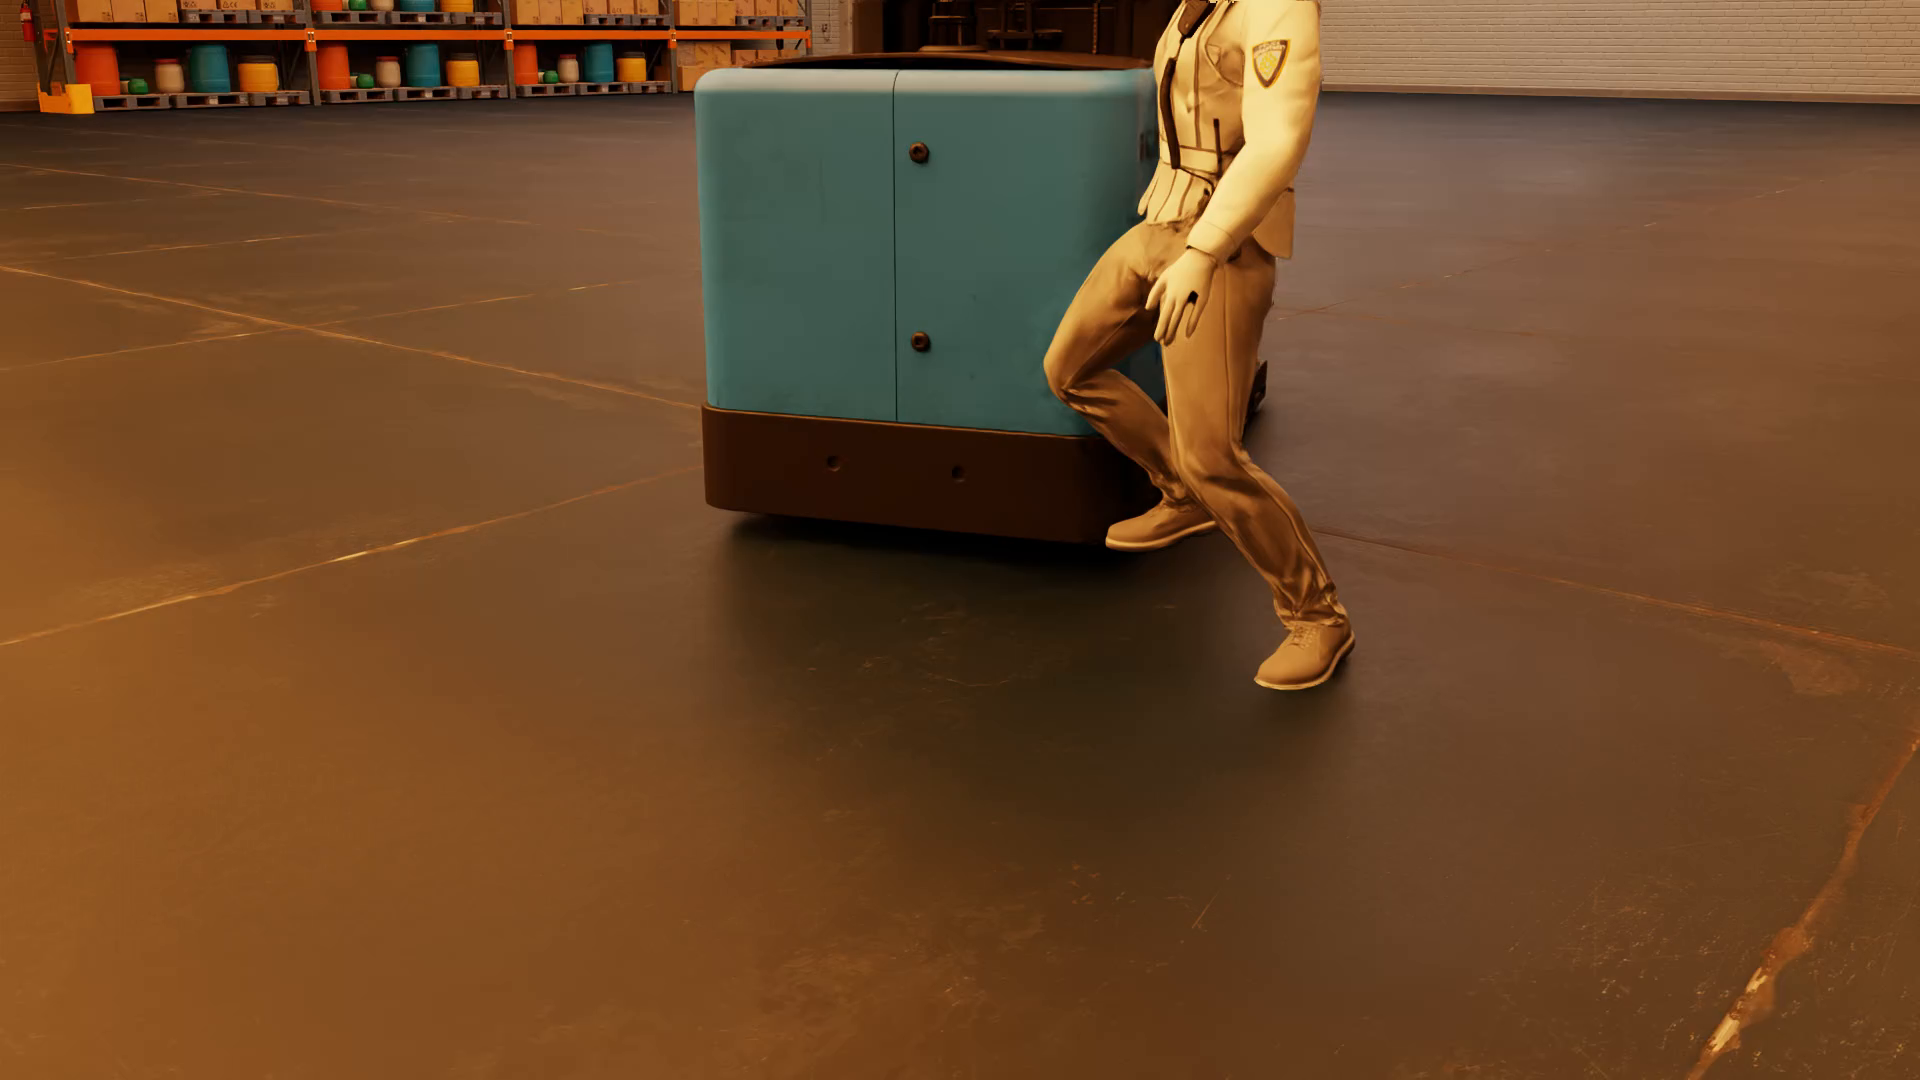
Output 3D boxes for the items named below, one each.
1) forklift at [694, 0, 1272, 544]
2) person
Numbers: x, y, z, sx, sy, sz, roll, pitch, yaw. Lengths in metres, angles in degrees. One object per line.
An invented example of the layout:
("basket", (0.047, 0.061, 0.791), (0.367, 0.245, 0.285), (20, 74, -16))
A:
("forklift", (0.340, -1.781, 4.762), (1.130, 2.935, 3.031), (6, 18, 18))
("person", (0.471, -0.567, 3.176), (0.573, 1.566, 0.856), (-1, 17, -2))
